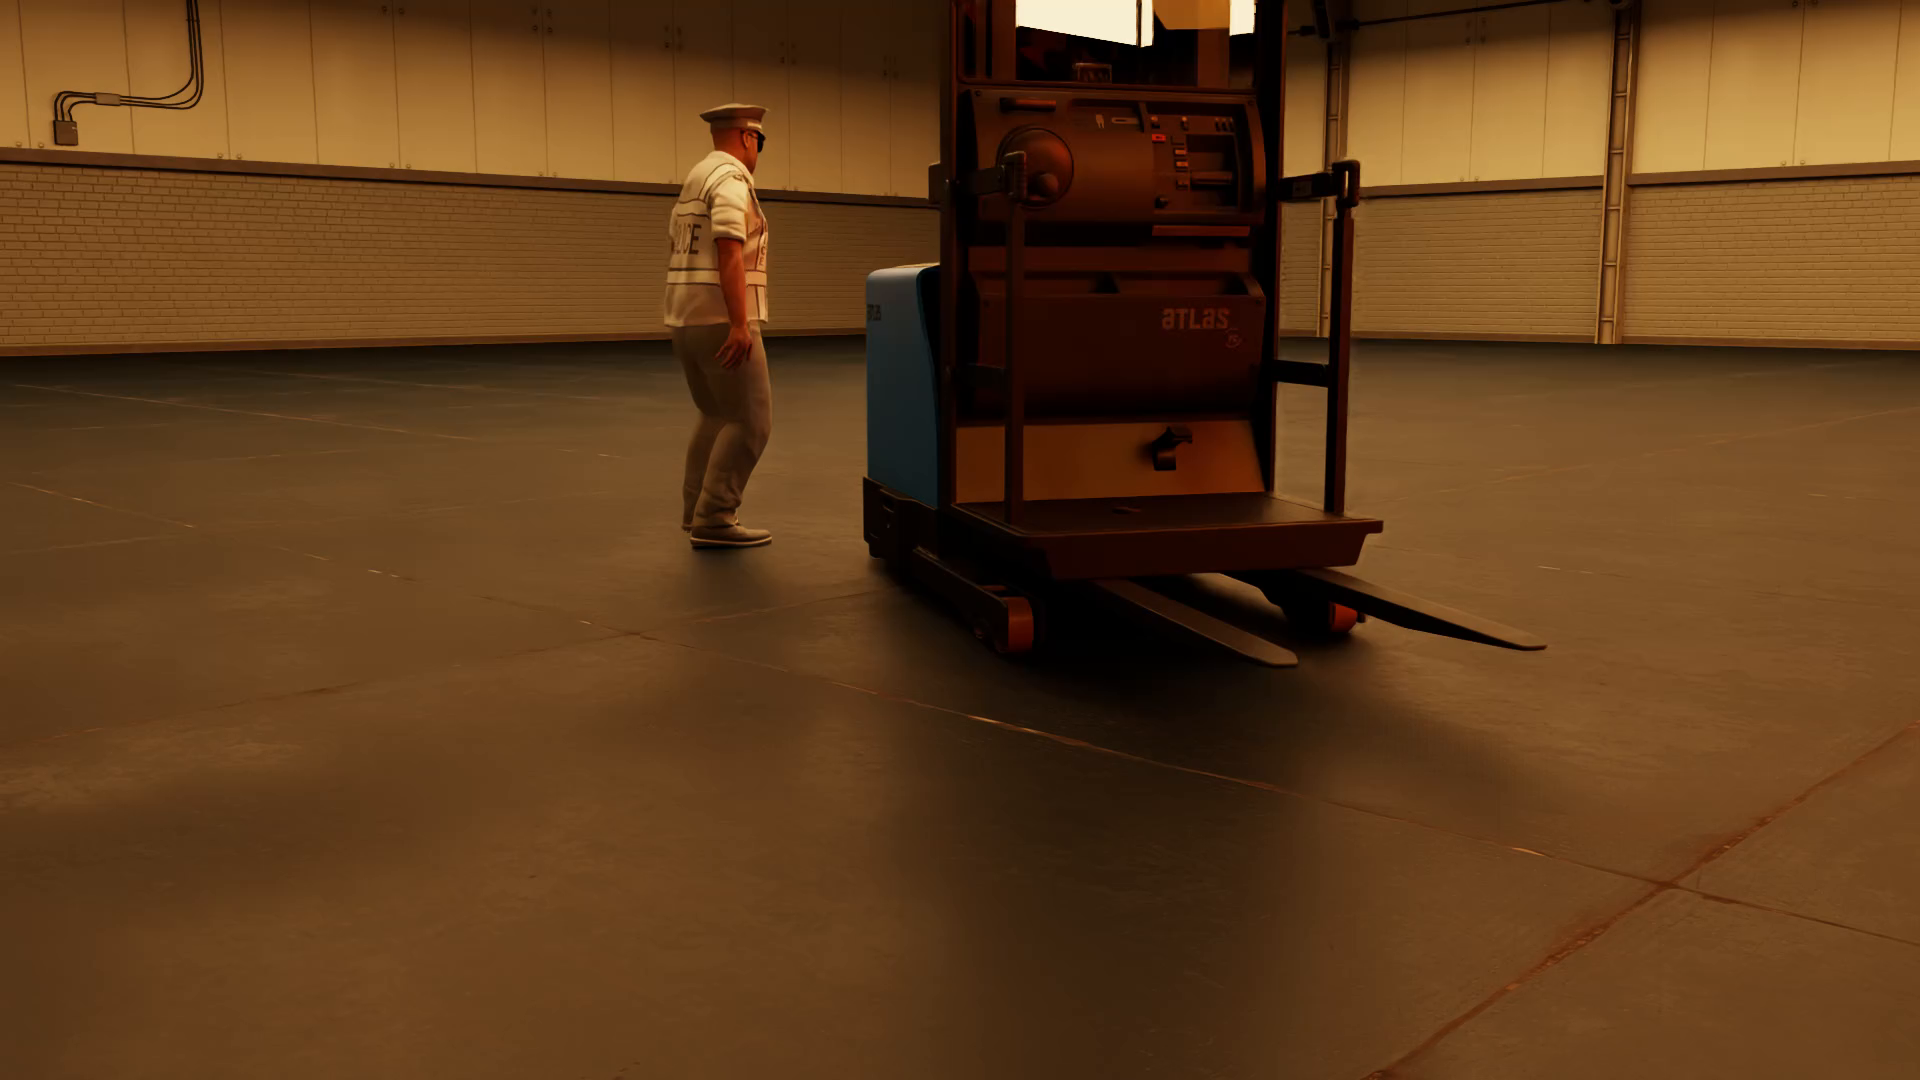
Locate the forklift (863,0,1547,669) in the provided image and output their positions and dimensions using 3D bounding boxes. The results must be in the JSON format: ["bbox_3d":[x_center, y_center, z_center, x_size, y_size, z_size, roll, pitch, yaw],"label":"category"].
[{"bbox_3d":[0.546,-1.197,4.820,1.130,2.935,3.031,-3,9,-16],"label":"forklift"}]

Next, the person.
[{"bbox_3d":[-0.956,-0.847,6.588,0.420,1.723,0.851,-5,10,-29],"label":"person"}]
